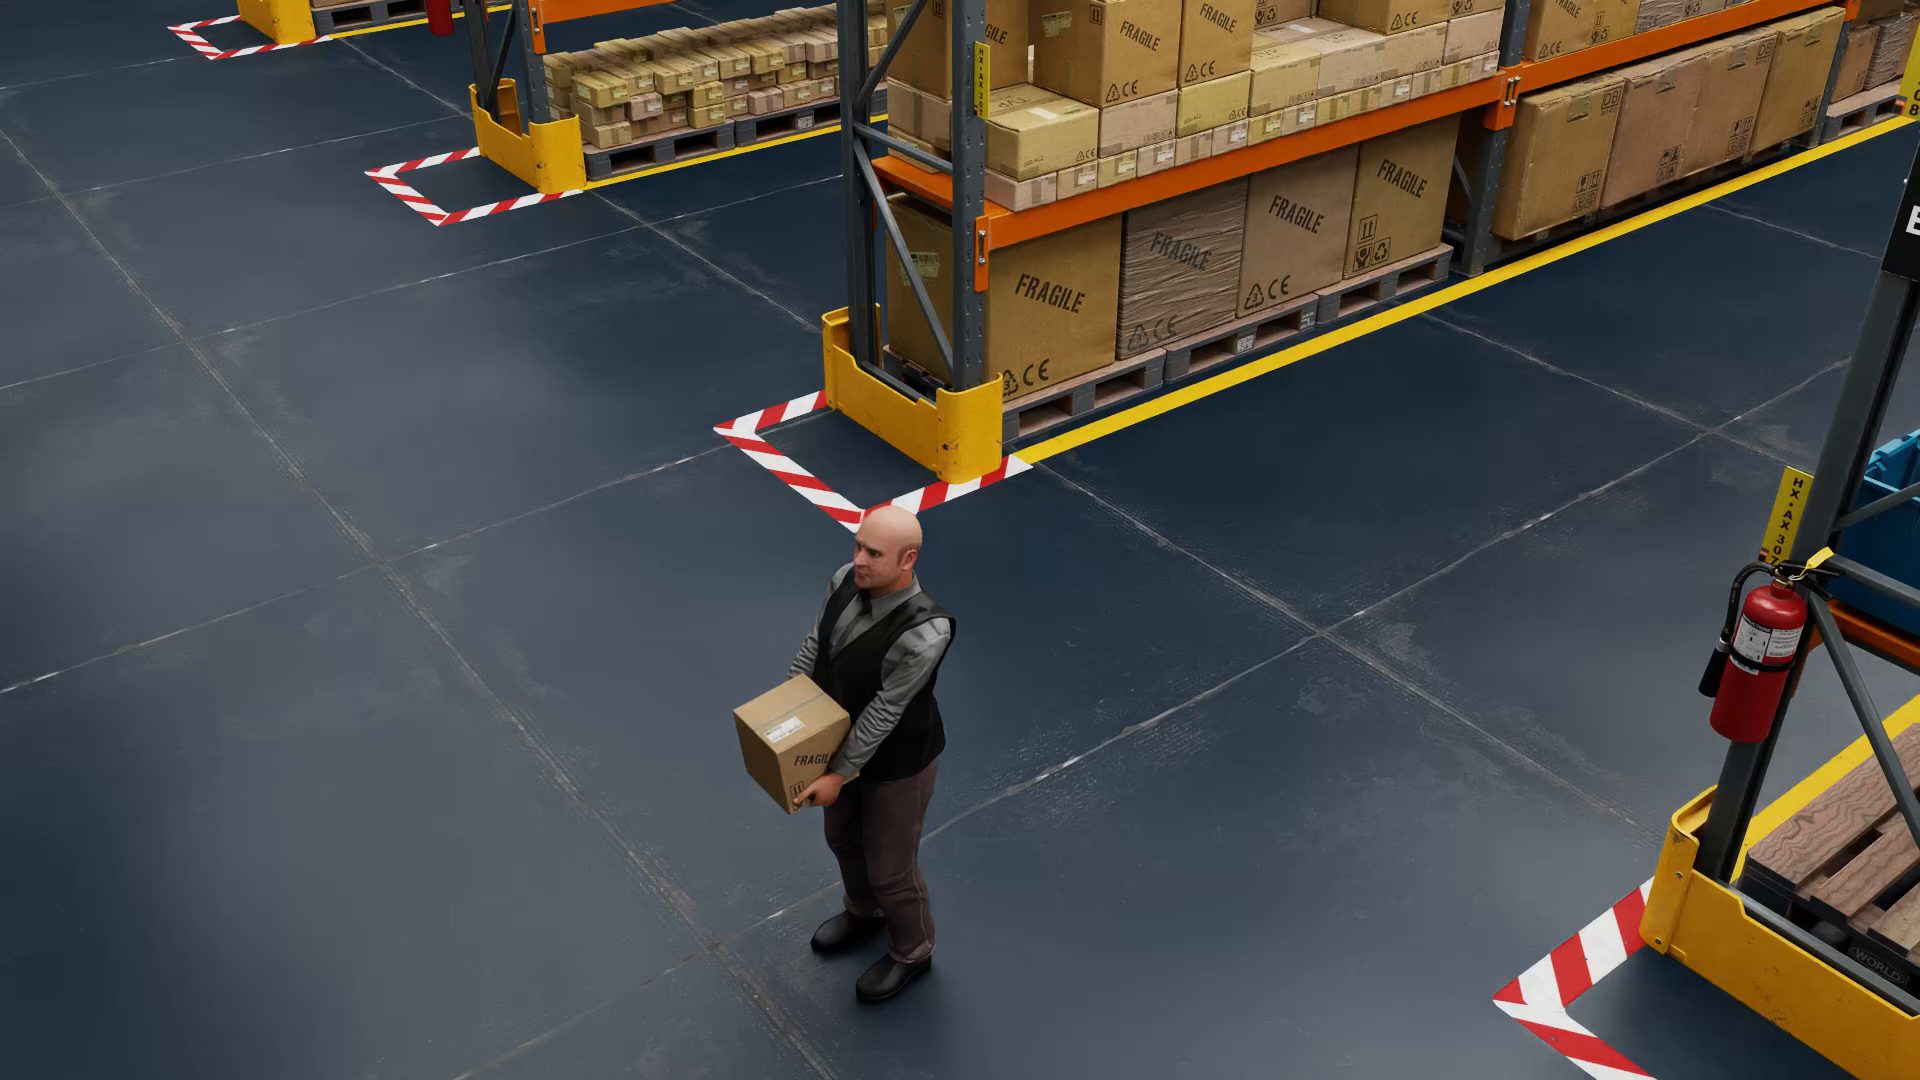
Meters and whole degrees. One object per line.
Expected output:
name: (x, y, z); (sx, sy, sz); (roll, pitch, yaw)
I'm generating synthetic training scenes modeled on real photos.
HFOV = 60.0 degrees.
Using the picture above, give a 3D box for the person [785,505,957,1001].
person: (-0.322, 0.686, 5.068); (0.559, 1.711, 0.494); (-21, 38, -30)
